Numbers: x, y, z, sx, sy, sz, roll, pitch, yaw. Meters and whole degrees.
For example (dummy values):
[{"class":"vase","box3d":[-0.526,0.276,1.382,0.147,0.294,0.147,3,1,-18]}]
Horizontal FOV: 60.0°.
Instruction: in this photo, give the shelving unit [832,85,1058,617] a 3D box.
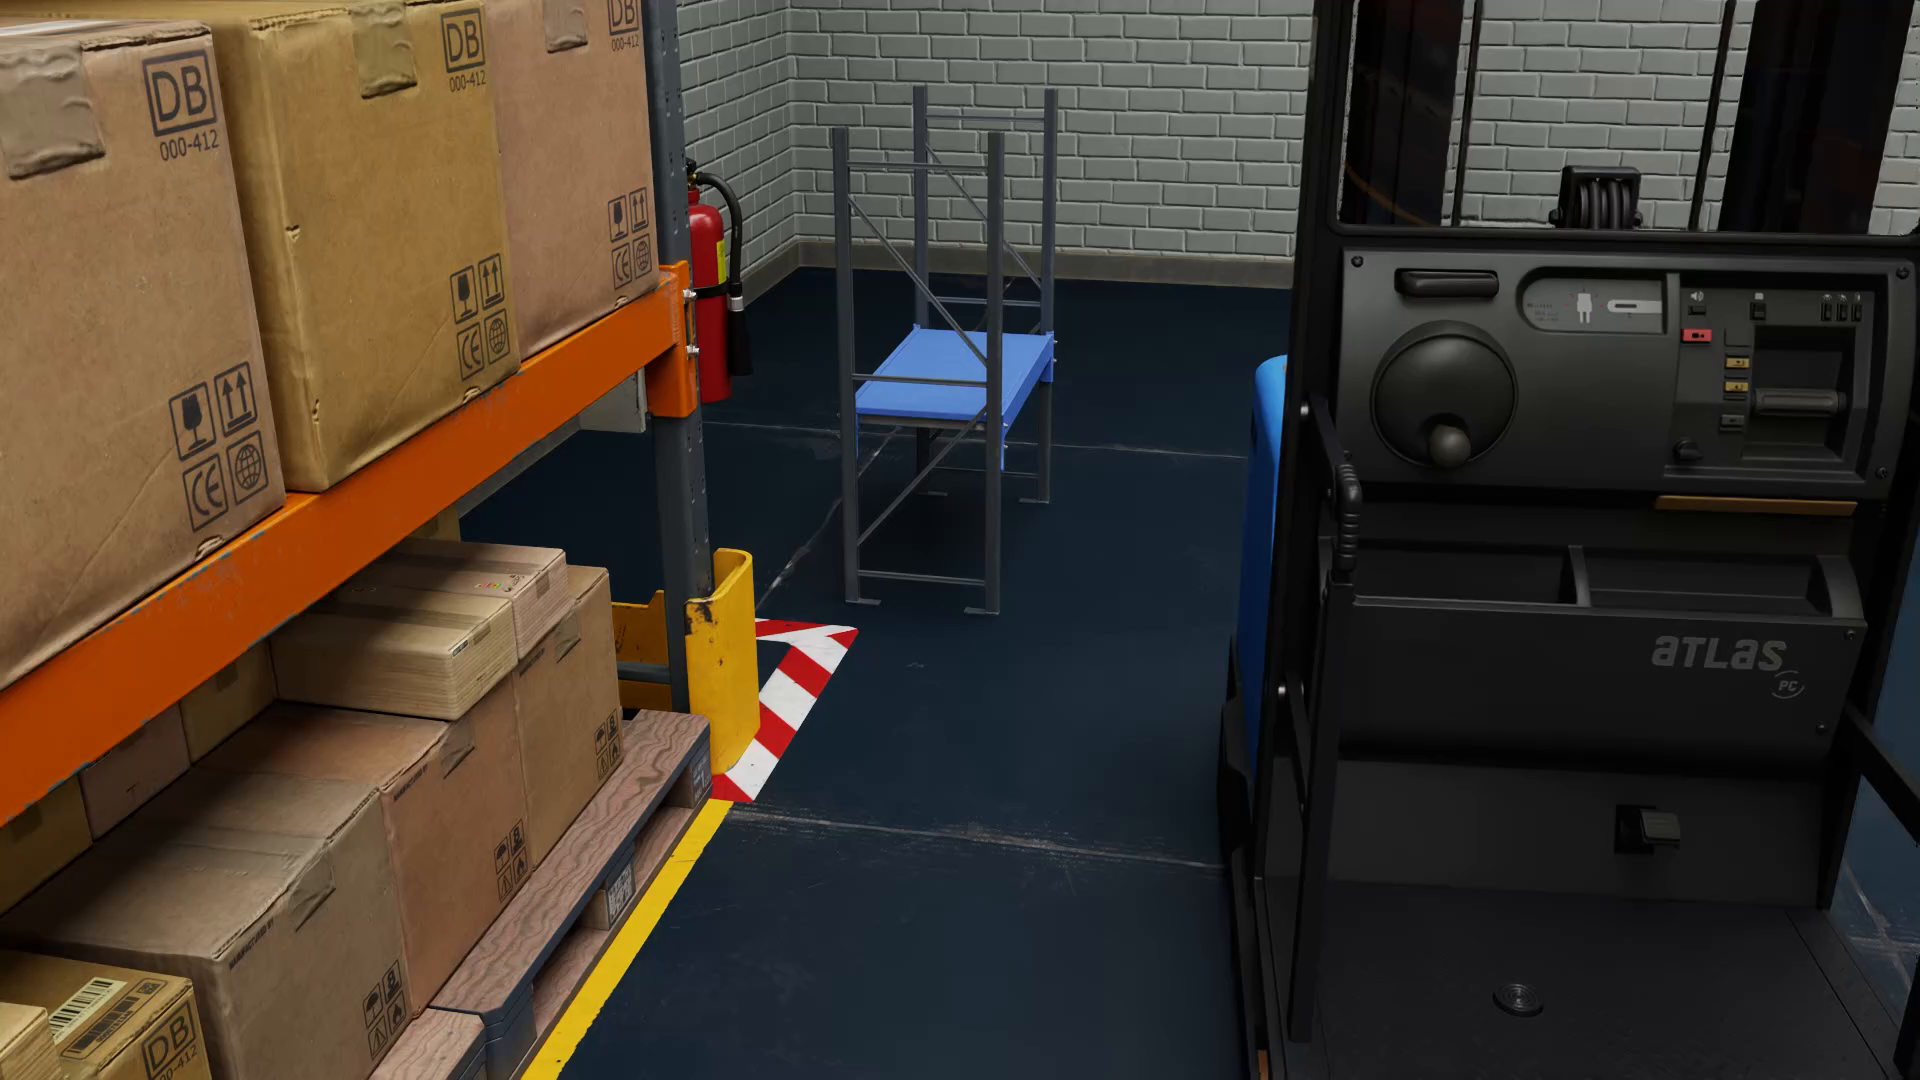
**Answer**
[{"class":"shelving unit","box3d":[-0.017,-0.665,5.496,0.538,1.500,1.048,4,22,11]}]

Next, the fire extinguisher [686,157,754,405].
[{"class":"fire extinguisher","box3d":[-0.667,-0.681,4.133,0.296,0.674,0.183,4,22,11]}]

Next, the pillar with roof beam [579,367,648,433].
[{"class":"pillar with roof beam","box3d":[2.769,-4.378,4.679,9.100,9.000,0.400,4,22,11]}]

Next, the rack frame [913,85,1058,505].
[{"class":"rack frame","box3d":[0.086,-0.850,5.958,0.500,1.500,0.032,4,22,11]}]

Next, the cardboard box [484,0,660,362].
[{"class":"cardboard box","box3d":[-1.244,-0.822,3.478,0.980,0.700,0.700,5,23,13]}]

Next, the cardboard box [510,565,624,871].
[{"class":"cardboard box","box3d":[-1.195,0.358,3.733,0.700,0.500,0.500,4,22,11]}]

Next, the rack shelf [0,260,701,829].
[{"class":"rack shelf","box3d":[-1.558,0.195,2.317,1.077,0.370,4.000,4,22,11]}]

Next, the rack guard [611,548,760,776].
[{"class":"rack guard","box3d":[-1.145,0.281,4.488,1.175,0.500,0.348,4,22,11]}]

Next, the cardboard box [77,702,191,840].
[{"class":"cardboard box","box3d":[-1.570,0.366,2.845,0.380,0.149,0.250,5,22,12]}]

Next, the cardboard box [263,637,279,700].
[{"class":"cardboard box","box3d":[-1.468,0.182,3.303,0.380,0.149,0.250,5,22,11]}]

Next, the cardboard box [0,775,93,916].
[{"class":"cardboard box","box3d":[-1.622,0.460,2.611,0.380,0.149,0.250,5,22,11]}]

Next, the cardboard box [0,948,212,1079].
[{"class":"cardboard box","box3d":[-1.500,0.921,2.336,0.700,0.500,0.500,5,22,12]}]

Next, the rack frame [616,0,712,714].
[{"class":"rack frame","box3d":[-1.150,-0.870,3.999,1.000,3.000,0.127,4,22,11]}]

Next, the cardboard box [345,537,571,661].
[{"class":"cardboard box","box3d":[-1.043,0.118,3.461,0.380,0.149,0.250,4,22,10]}]

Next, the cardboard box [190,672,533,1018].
[{"class":"cardboard box","box3d":[-1.297,0.541,3.279,0.700,0.500,0.500,4,22,11]}]

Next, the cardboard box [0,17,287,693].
[{"class":"cardboard box","box3d":[-1.546,-0.277,2.125,0.980,0.700,0.700,3,22,8]}]

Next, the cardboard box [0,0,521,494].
[{"class":"cardboard box","box3d":[-1.382,-0.555,2.815,0.980,0.700,0.700,4,22,10]}]

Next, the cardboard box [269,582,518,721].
[{"class":"cardboard box","box3d":[-1.094,0.212,3.228,0.380,0.149,0.250,5,22,12]}]

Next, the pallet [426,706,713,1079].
[{"class":"pallet","box3d":[-1.236,0.722,3.779,1.003,0.211,1.213,4,22,11]}]

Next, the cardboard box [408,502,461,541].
[{"class":"cardboard box","box3d":[-1.365,-0.004,3.763,0.380,0.149,0.250,5,22,11]}]

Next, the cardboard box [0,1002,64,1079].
[{"class":"cardboard box","box3d":[-1.358,0.689,2.044,0.380,0.149,0.250,4,22,9]}]

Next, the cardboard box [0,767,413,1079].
[{"class":"cardboard box","box3d":[-1.399,0.725,2.822,0.700,0.500,0.500,4,22,9]}]

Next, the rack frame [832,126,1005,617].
[{"class":"rack frame","box3d":[-0.121,-0.479,5.034,0.500,1.500,0.032,4,22,11]}]

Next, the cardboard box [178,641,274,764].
[{"class":"cardboard box","box3d":[-1.519,0.273,3.076,0.380,0.149,0.250,5,22,11]}]

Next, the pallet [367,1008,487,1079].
[{"class":"pallet","box3d":[-1.488,1.167,2.675,1.003,0.211,1.213,4,22,11]}]

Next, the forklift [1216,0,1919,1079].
[{"class":"forklift","box3d":[1.090,-0.270,2.601,1.130,2.935,3.031,2,22,5]}]

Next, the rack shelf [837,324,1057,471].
[{"class":"rack shelf","box3d":[-0.017,-0.498,5.563,0.538,0.185,1.000,4,22,11]}]
